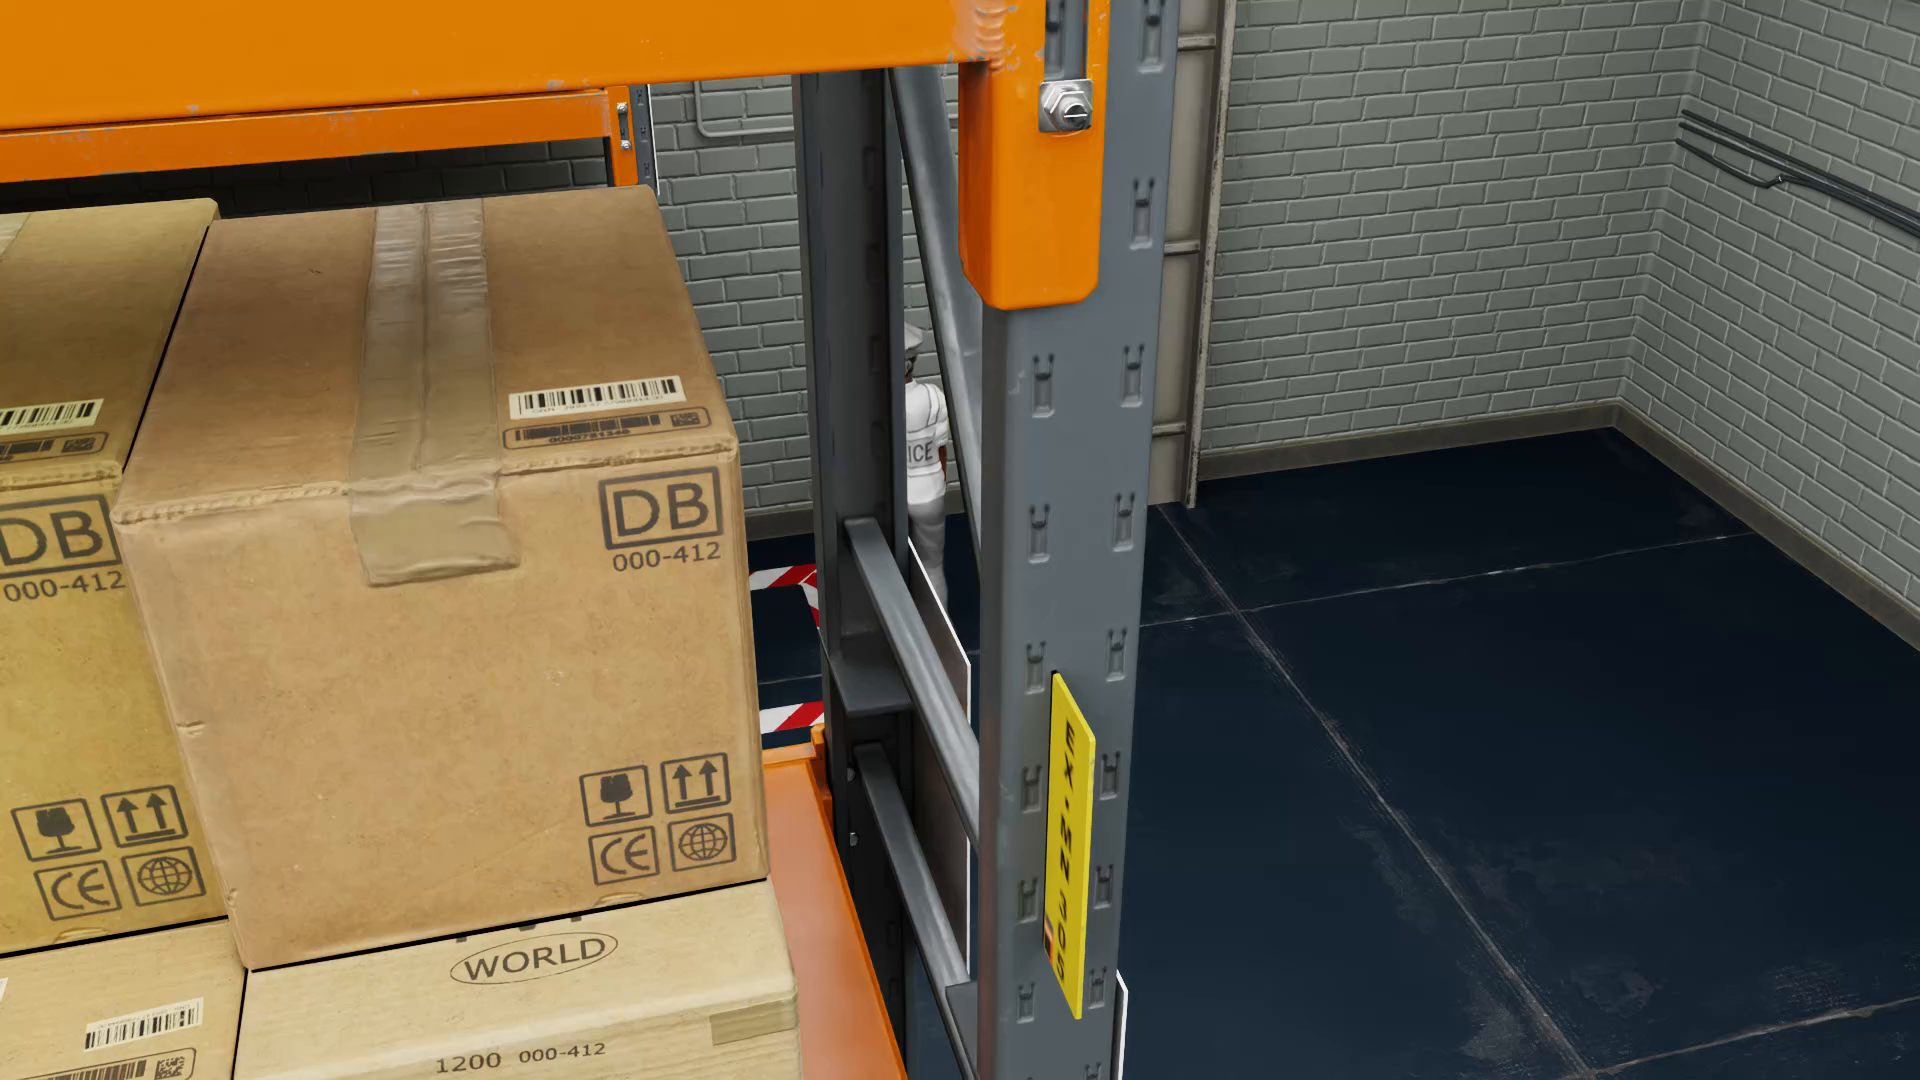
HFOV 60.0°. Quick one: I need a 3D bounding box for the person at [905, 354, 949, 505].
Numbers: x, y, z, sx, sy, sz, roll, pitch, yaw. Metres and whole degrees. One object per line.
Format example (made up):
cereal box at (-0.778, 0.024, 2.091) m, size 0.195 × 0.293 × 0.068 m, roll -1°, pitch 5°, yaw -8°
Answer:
person at (-0.272, -0.464, 7.267) m, size 0.438 × 0.979 × 0.340 m, roll -7°, pitch 31°, yaw -12°
